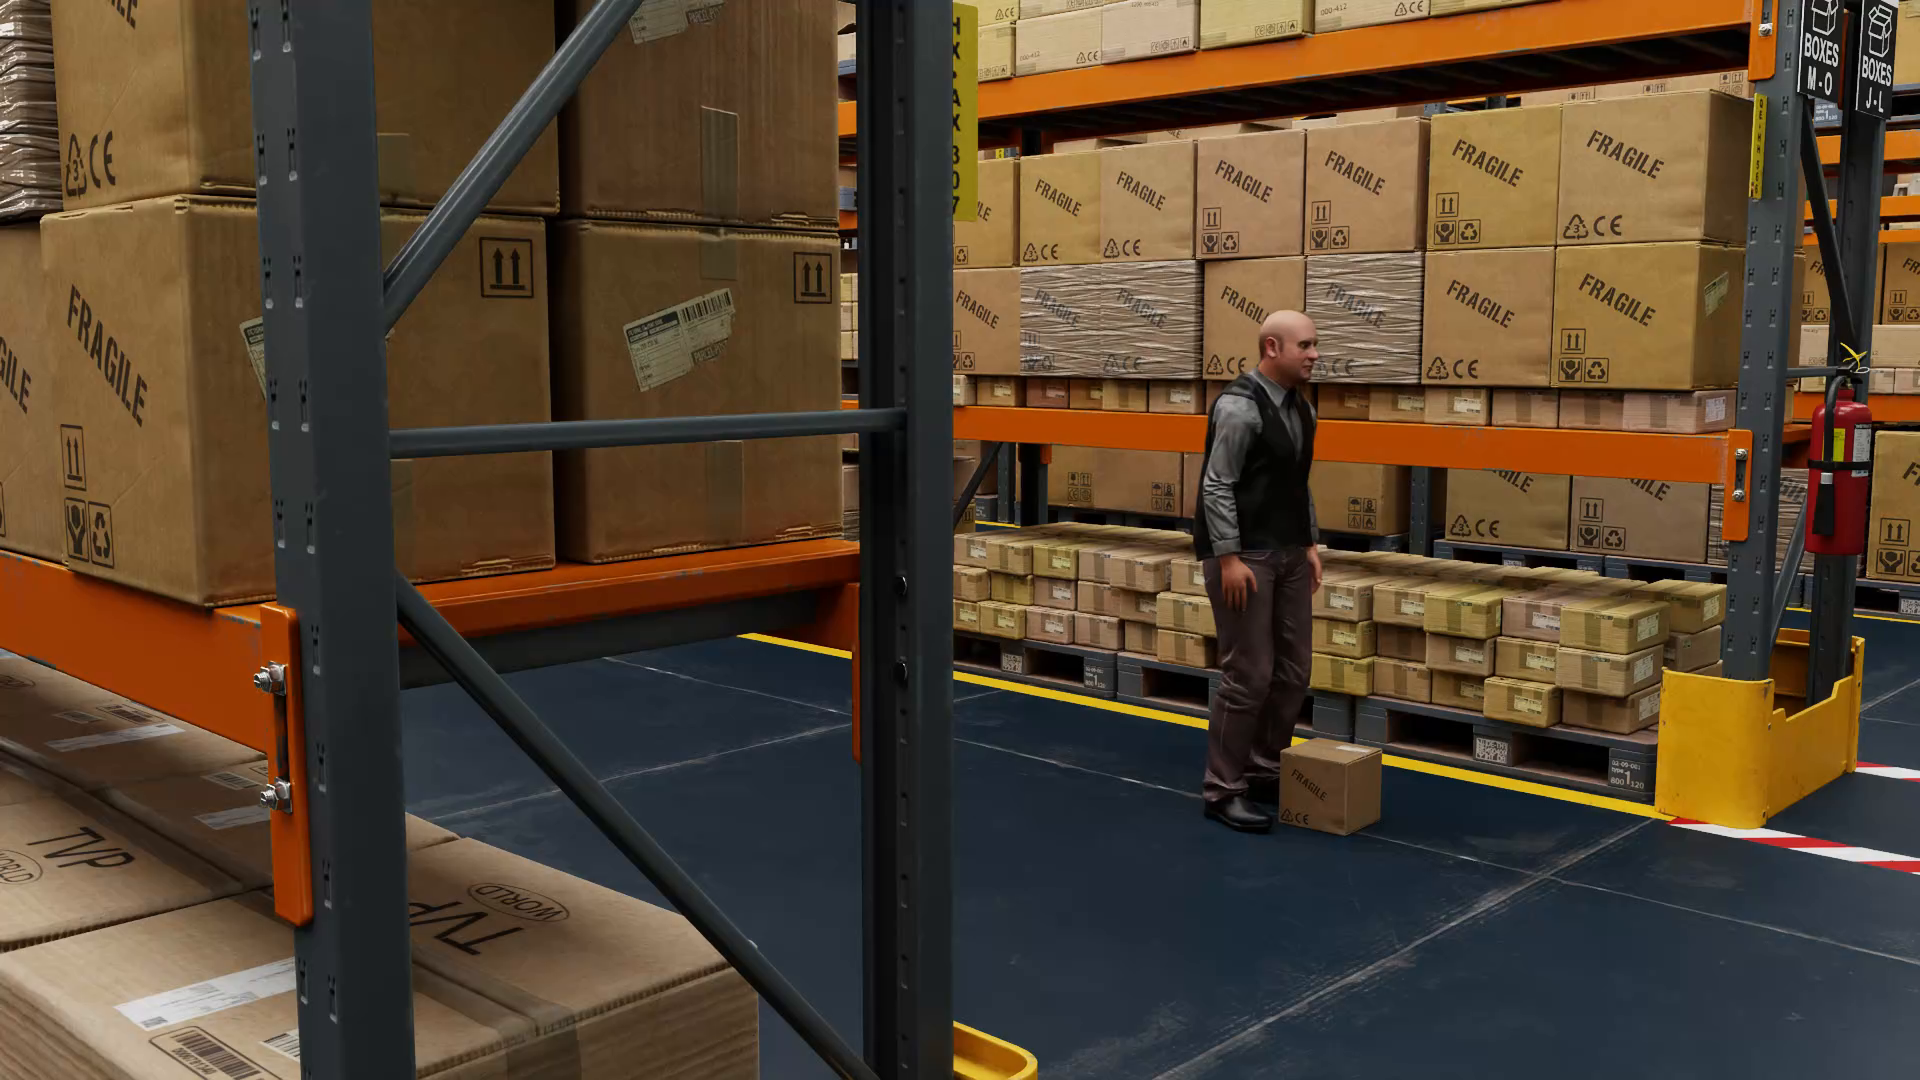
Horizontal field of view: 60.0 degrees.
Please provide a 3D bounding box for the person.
[{"bbox_3d":[1.026,0.080,5.695,0.420,1.722,0.580,6,10,43],"label":"person"}]
